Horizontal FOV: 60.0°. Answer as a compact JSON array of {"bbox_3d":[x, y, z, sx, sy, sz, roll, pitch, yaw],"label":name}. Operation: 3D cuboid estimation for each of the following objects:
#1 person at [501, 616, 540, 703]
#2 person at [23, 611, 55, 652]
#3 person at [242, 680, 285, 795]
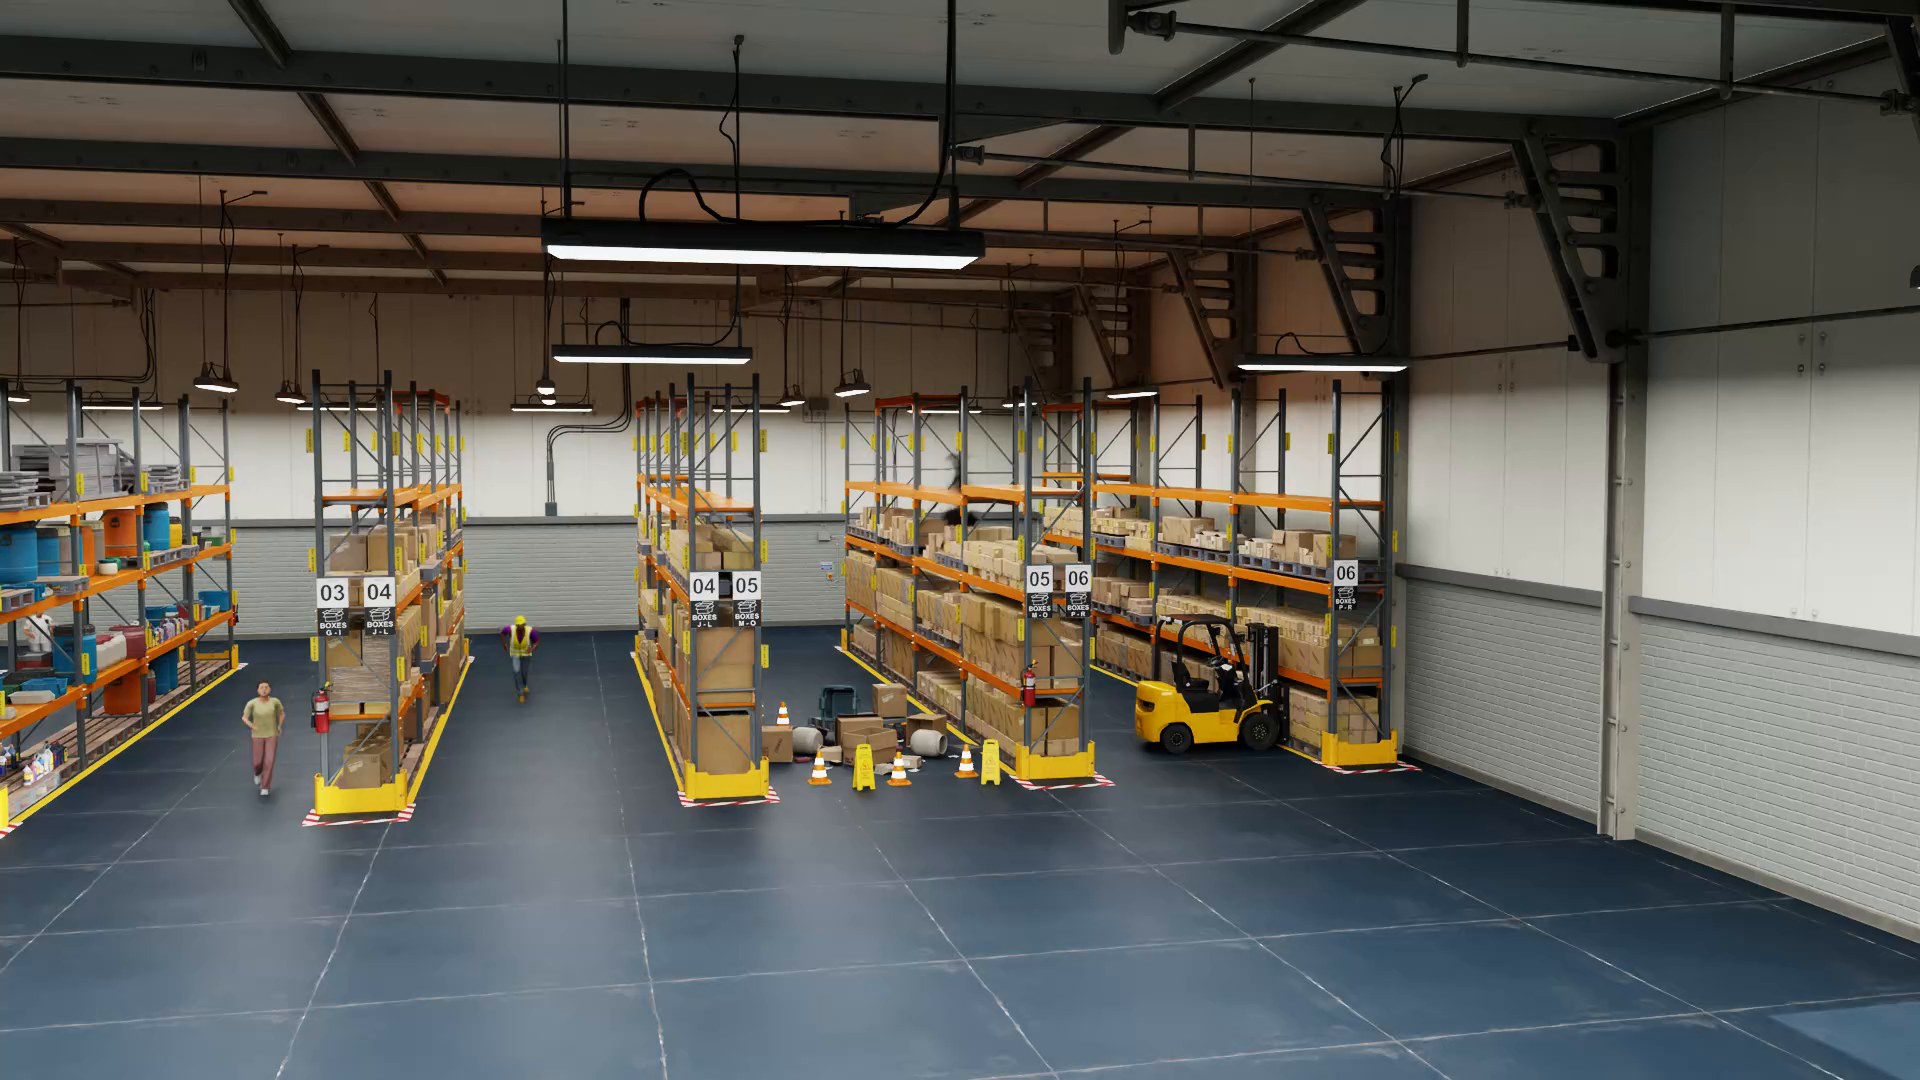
[{"bbox_3d":[-8.602,2.306,32.577,0.746,1.715,1.030,-1,3,-11],"label":"person"},{"bbox_3d":[-19.302,2.171,34.884,0.604,1.647,0.622,-2,4,-30],"label":"person"},{"bbox_3d":[-9.966,2.810,23.831,0.573,1.625,0.619,-2,4,-28],"label":"person"}]
